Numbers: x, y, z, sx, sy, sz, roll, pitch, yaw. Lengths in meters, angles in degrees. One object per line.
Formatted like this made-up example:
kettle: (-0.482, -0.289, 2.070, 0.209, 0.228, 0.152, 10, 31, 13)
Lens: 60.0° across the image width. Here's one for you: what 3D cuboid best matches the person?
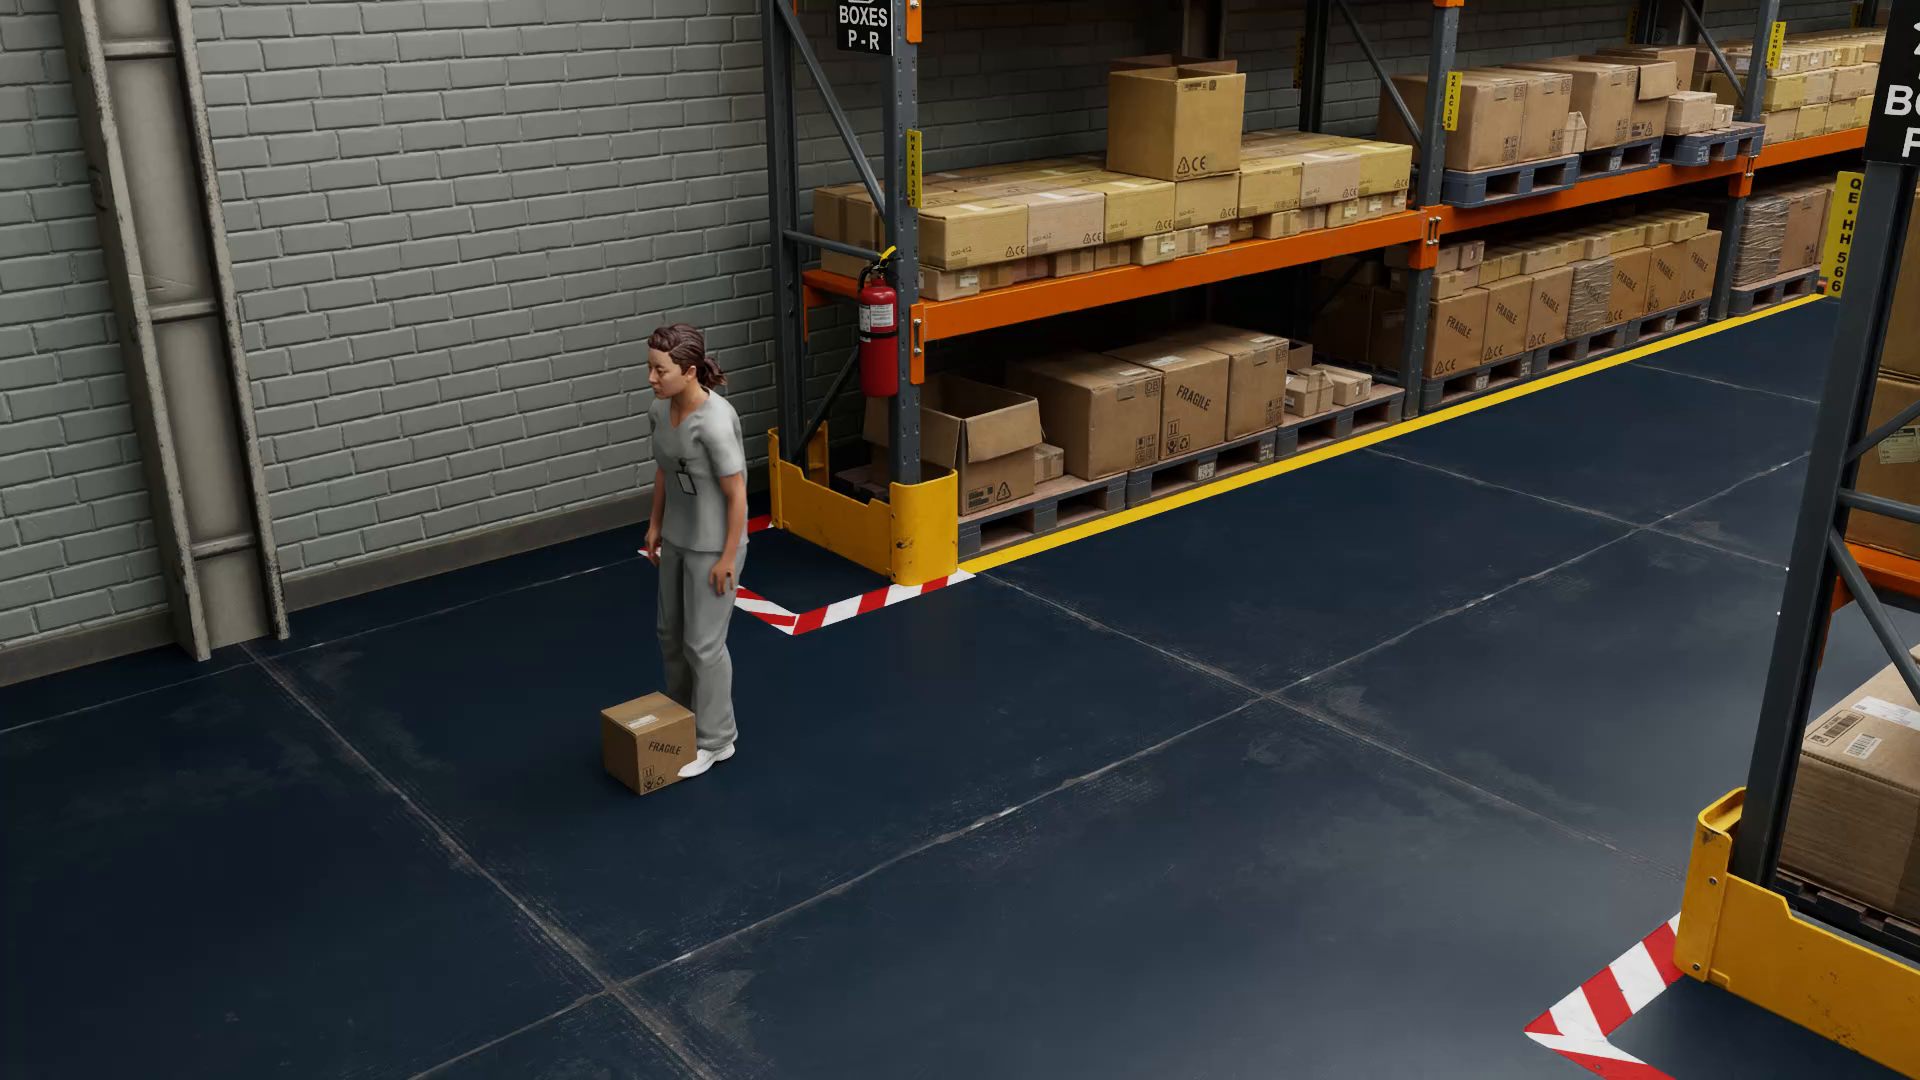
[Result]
person: (-0.982, 0.028, 6.011, 0.405, 1.673, 0.494, -17, 27, -38)
